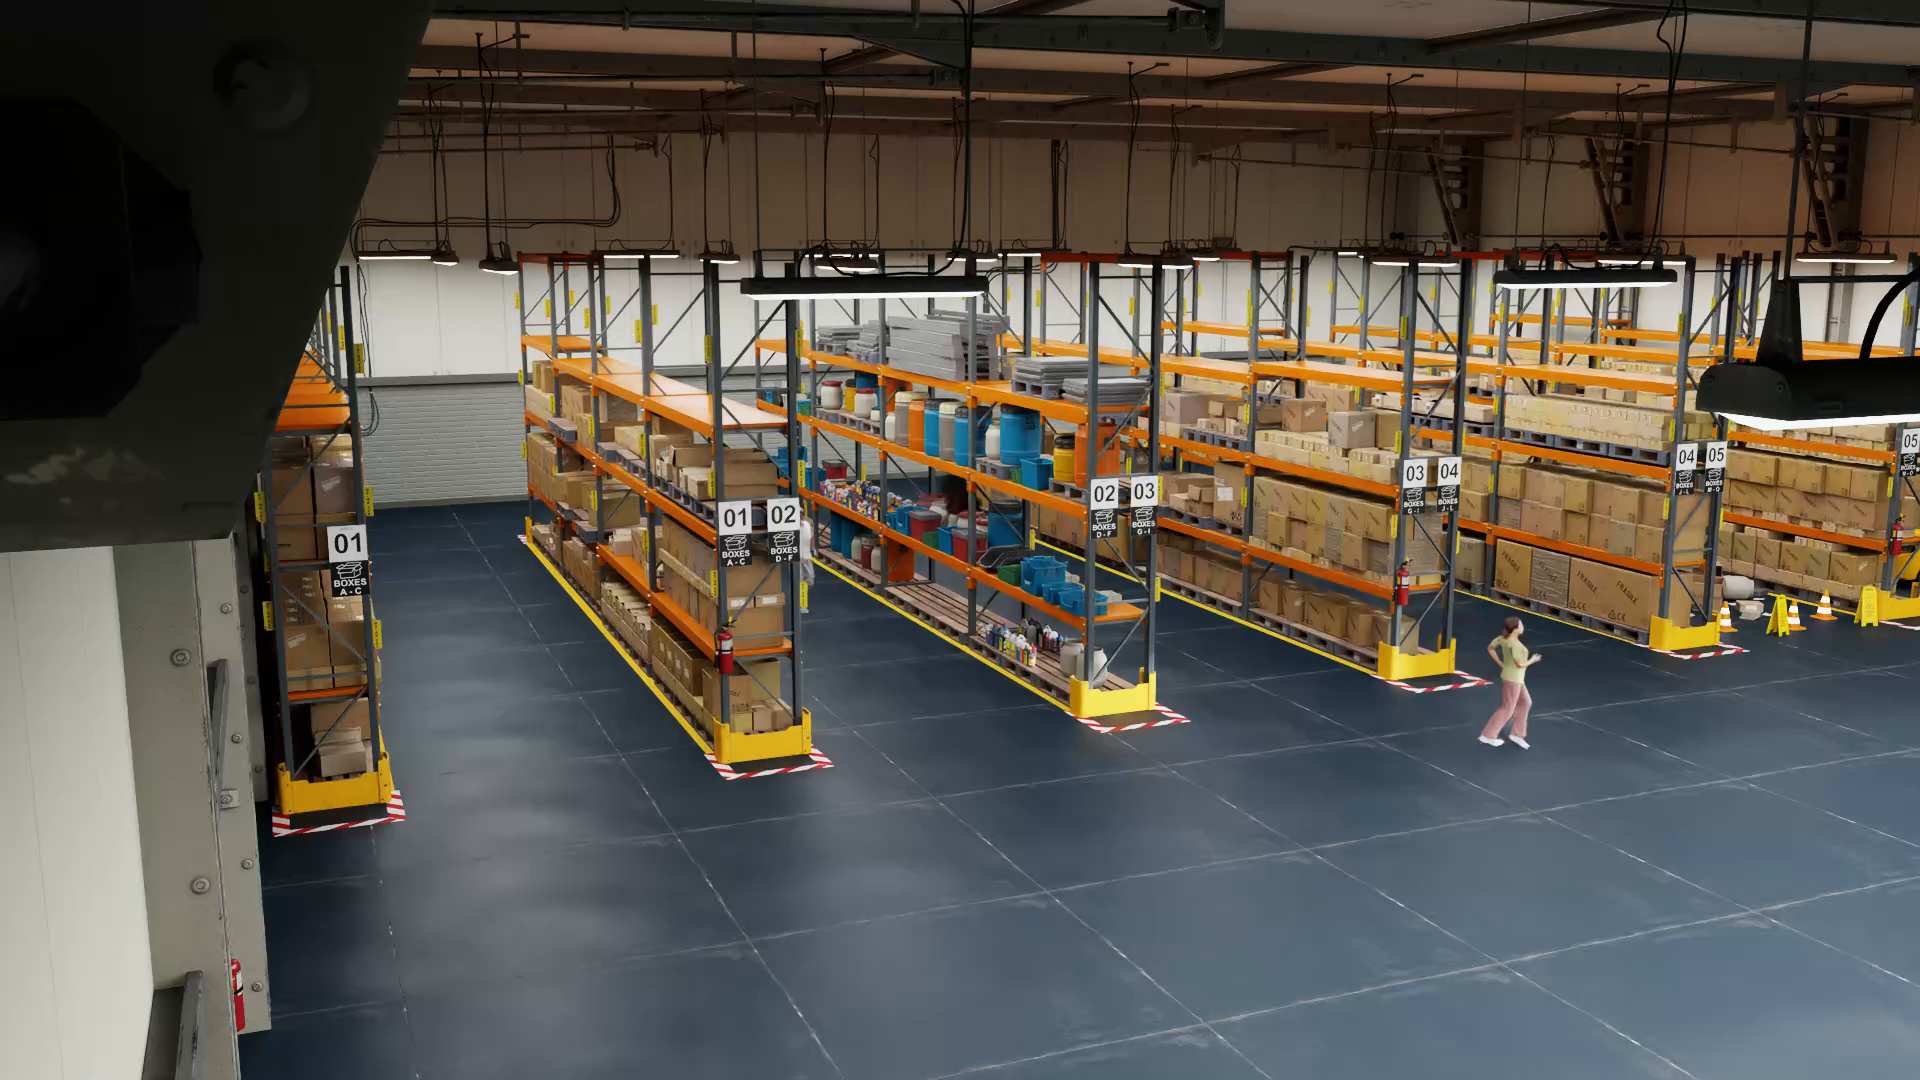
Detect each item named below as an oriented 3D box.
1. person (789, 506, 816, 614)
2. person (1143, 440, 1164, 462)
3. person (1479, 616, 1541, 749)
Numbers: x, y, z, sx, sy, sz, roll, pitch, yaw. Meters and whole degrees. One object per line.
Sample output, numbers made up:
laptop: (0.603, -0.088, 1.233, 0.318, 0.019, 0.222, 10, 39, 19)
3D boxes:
person: (-2.618, 0.305, 26.922, 0.685, 1.748, 0.605, -7, 12, -33)
person: (4.725, -2.033, 41.297, 0.693, 1.705, 0.697, -4, 11, -23)
person: (6.825, 1.784, 20.635, 0.698, 1.717, 0.559, 1, 10, 3)
